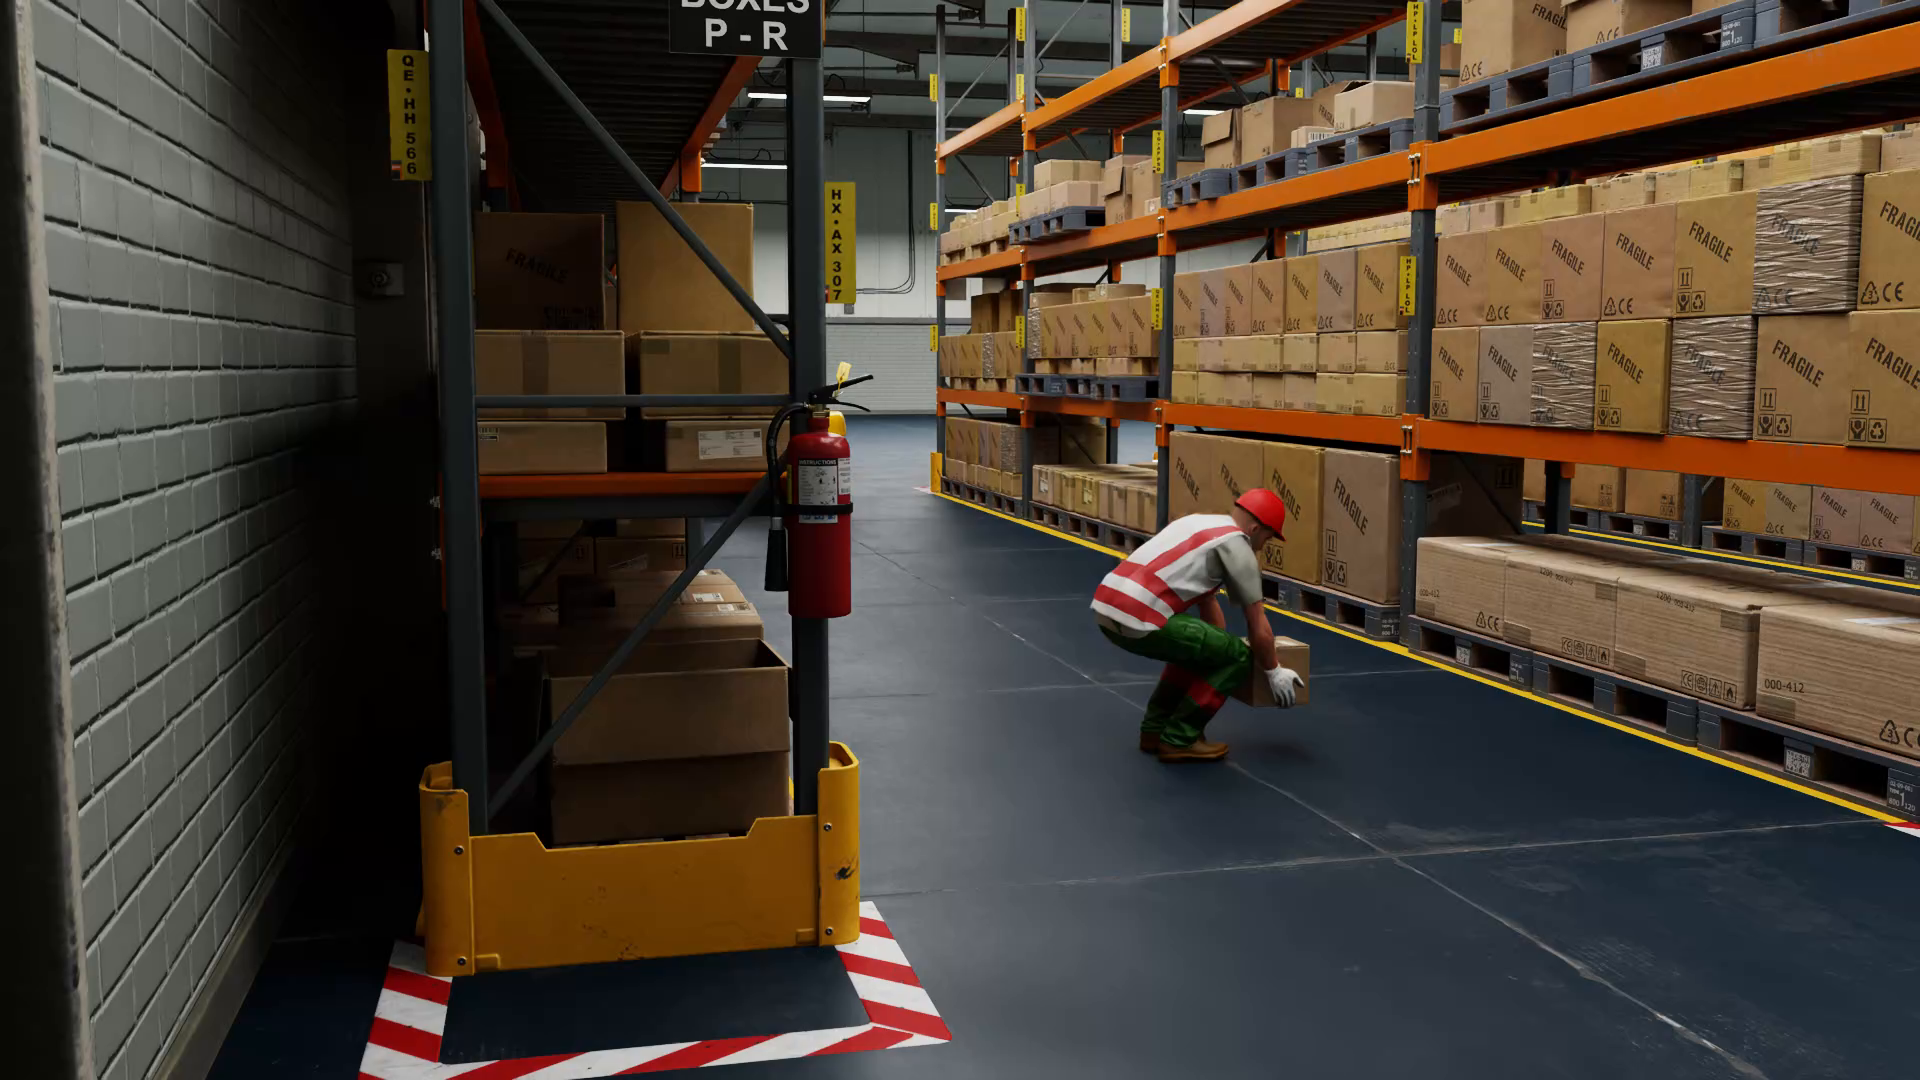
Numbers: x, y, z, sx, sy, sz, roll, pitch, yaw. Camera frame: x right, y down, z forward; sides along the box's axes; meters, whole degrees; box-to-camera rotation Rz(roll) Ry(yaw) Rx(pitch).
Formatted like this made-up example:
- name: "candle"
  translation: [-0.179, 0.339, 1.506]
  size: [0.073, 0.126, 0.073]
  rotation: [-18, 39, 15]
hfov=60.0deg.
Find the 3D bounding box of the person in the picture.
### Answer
- name: "person"
  translation: [0.958, 0.339, 6.900]
  size: [0.857, 1.094, 0.576]
  rotation: [-2, 6, -14]
